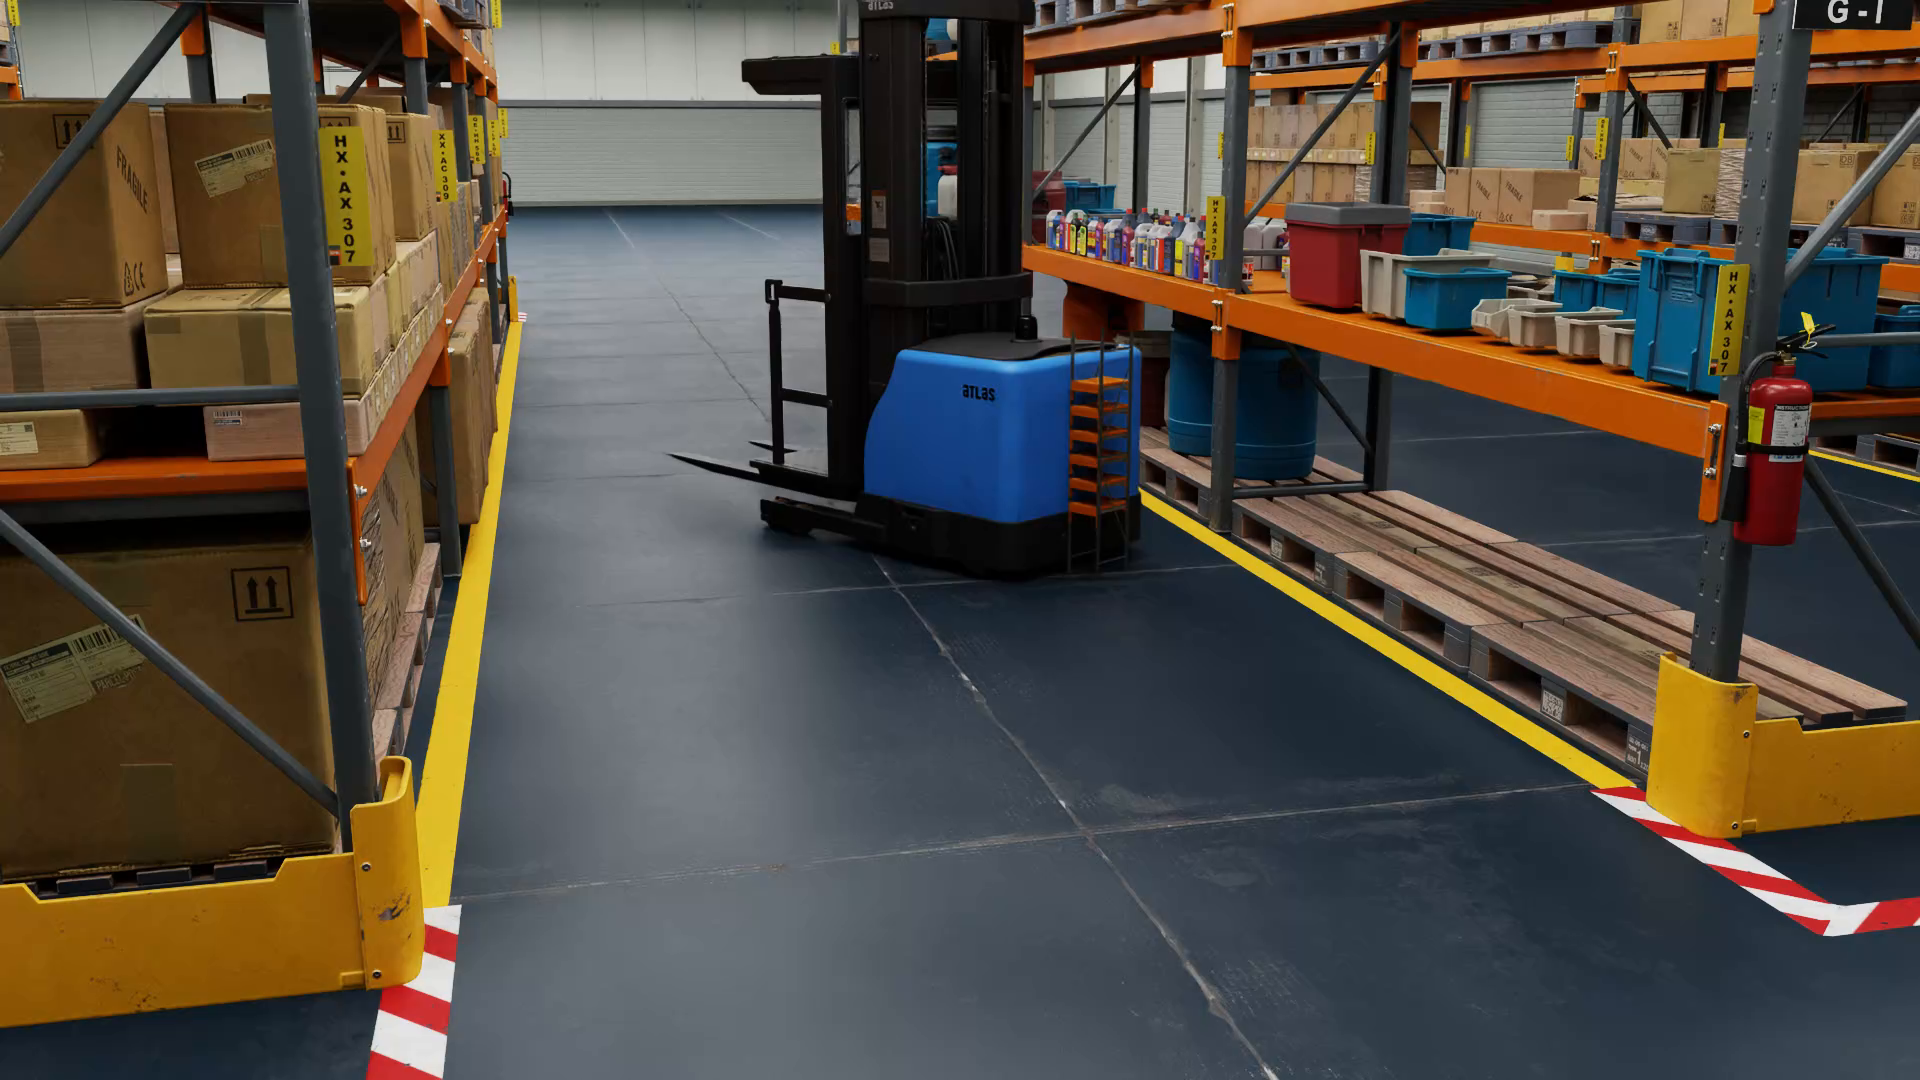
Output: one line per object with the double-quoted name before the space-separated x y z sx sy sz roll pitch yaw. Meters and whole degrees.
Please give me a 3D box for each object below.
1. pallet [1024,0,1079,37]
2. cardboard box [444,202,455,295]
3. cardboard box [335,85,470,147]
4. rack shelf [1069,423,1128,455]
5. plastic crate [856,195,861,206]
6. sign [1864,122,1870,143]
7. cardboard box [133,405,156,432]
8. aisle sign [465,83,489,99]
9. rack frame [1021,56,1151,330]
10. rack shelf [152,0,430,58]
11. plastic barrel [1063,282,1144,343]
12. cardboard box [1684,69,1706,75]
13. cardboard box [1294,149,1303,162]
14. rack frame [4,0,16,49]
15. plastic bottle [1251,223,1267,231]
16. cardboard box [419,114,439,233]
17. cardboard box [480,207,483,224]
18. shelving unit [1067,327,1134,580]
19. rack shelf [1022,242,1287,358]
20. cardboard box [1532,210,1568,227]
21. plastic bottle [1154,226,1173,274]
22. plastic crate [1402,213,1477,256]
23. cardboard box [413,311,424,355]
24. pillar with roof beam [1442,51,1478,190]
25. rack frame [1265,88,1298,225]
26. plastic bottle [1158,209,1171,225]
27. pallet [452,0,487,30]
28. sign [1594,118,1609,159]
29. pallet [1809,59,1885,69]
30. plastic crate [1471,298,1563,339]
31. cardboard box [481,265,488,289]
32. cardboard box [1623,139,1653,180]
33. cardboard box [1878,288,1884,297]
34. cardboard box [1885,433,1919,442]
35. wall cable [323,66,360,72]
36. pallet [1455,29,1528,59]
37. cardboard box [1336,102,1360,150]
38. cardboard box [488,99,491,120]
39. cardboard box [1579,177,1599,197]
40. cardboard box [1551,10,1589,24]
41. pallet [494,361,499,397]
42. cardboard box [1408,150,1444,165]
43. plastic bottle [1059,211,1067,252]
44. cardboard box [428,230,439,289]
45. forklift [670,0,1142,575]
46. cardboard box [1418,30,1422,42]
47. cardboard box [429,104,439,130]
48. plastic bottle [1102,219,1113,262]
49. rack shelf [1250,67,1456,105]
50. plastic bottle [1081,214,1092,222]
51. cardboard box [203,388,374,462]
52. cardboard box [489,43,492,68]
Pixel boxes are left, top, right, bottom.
"pallet" 1.016 -3.635 11.564 1.003 0.211 1.213 -3 14 -13
"cardboard box" -2.928 -1.537 8.689 0.500 0.500 0.500 -3 14 -13
"cardboard box" -4.772 -3.403 14.386 1.000 1.000 1.000 -3 14 -13
"rack shelf" 0.684 -0.495 8.105 0.180 0.103 0.258 13 19 43
"plastic crate" -1.050 -3.945 19.309 0.298 0.136 0.250 -3 14 -13
"sign" 10.160 -4.521 18.672 0.100 0.325 0.005 -3 14 -13
"cardboard box" -2.529 -0.390 4.732 0.380 0.149 0.250 -3 14 -13
"aisle sign" -5.485 -5.315 18.884 0.394 0.787 0.004 -3 14 -13
"rack frame" 0.931 -2.452 12.642 1.000 3.000 0.127 -3 14 -13
"rack shelf" -2.474 -1.899 5.576 1.077 0.370 4.000 -3 14 -13
"plastic barrel" 1.063 -1.490 12.391 0.600 0.830 0.708 -3 14 -13
"cardboard box" 8.989 -5.788 19.724 0.500 0.500 0.500 -4 14 -15
"cardboard box" 4.111 -4.479 19.362 0.380 0.149 0.250 -3 14 -13
"rack frame" -10.607 -6.682 17.318 1.000 3.000 0.127 -3 14 -13
"plastic bottle" 1.860 -1.864 10.497 0.152 0.276 0.135 -3 14 -13
"cardboard box" -2.576 -1.598 7.255 0.500 0.500 0.500 -3 14 -12
"cardboard box" -4.581 -3.043 15.590 0.380 0.149 0.250 -3 14 -13
"shelving unit" 0.684 -0.421 8.123 0.189 1.200 0.258 13 19 43
"rack shelf" 1.401 -1.641 10.839 1.077 0.370 4.000 -3 14 -13
"cardboard box" 5.393 -2.896 14.989 0.380 0.149 0.250 -2 14 -9
"plastic bottle" 1.259 -1.742 9.999 0.152 0.276 0.135 -3 14 -13
"plastic crate" 2.312 -1.462 8.496 0.392 0.384 0.575 -3 14 -13
"cardboard box" -2.252 -0.782 6.338 0.380 0.149 0.250 -4 14 -14
"pillar with roof beam" 4.094 -8.795 25.964 9.100 9.000 0.400 -3 14 -13
"rack frame" 3.868 -4.572 21.322 1.000 3.000 0.127 -3 14 -13
"plastic bottle" 1.495 -2.272 12.153 0.061 0.283 0.133 -3 14 -13
"pallet" -3.681 -3.395 10.582 1.213 0.211 1.003 -3 14 -11
"sign" 5.208 -3.258 13.501 0.100 0.325 0.005 -3 14 -13
"pallet" 9.663 -5.144 17.738 1.213 0.211 1.003 -3 14 -13
"plastic crate" 2.212 -0.883 6.650 0.298 0.136 0.250 -3 14 -13
"cardboard box" -5.458 -2.730 18.163 0.500 0.500 0.500 0 14 2
"cardboard box" 8.724 -4.790 20.905 0.500 0.500 0.500 -4 14 -15
"cardboard box" 9.981 -2.641 17.756 0.700 0.500 0.500 -4 14 -14
"cardboard box" 6.292 -0.901 10.636 0.500 0.500 0.500 -3 14 -13
"wall cable" -18.152 -15.746 47.252 2.305 6.003 0.169 -3 14 -13
"pallet" 5.235 -4.502 15.110 1.003 0.211 1.213 -3 14 -11
"cardboard box" 4.577 -4.547 18.274 0.700 0.500 0.500 -3 14 -13
"cardboard box" -4.800 -4.010 16.078 0.500 0.500 0.500 -3 14 -13
"cardboard box" 8.488 -4.656 21.938 0.500 0.250 0.500 -4 14 -15
"cardboard box" 5.445 -4.537 14.287 0.500 0.250 0.500 -3 14 -12
"pallet" -4.348 -1.282 13.731 1.003 0.211 1.213 -3 14 -13
"cardboard box" 4.932 -4.086 17.754 0.380 0.149 0.250 -3 14 -13
"plastic bottle" 0.751 -2.199 11.852 0.061 0.283 0.133 -3 14 -13
"cardboard box" -2.585 -1.237 7.360 0.500 0.250 0.500 -4 14 -14
"forklift" -0.459 -1.532 9.023 3.031 2.935 1.130 13 19 43
"cardboard box" 4.945 -5.558 17.647 0.500 0.500 0.500 -2 14 -9
"cardboard box" -3.577 -2.391 10.071 0.797 0.503 0.637 -3 14 -12
"plastic bottle" 0.990 -1.977 10.968 0.097 0.271 0.097 0 14 0
"rack shelf" 4.338 -5.219 19.163 1.077 0.370 4.000 -3 14 -13
"plastic bottle" 0.887 -2.140 11.636 0.097 0.271 0.097 0 14 0
"cardboard box" -1.767 -0.308 4.398 0.380 0.149 0.250 -3 14 -13
"cardboard box" -5.170 -5.075 17.374 0.500 0.250 0.500 -3 14 -12
